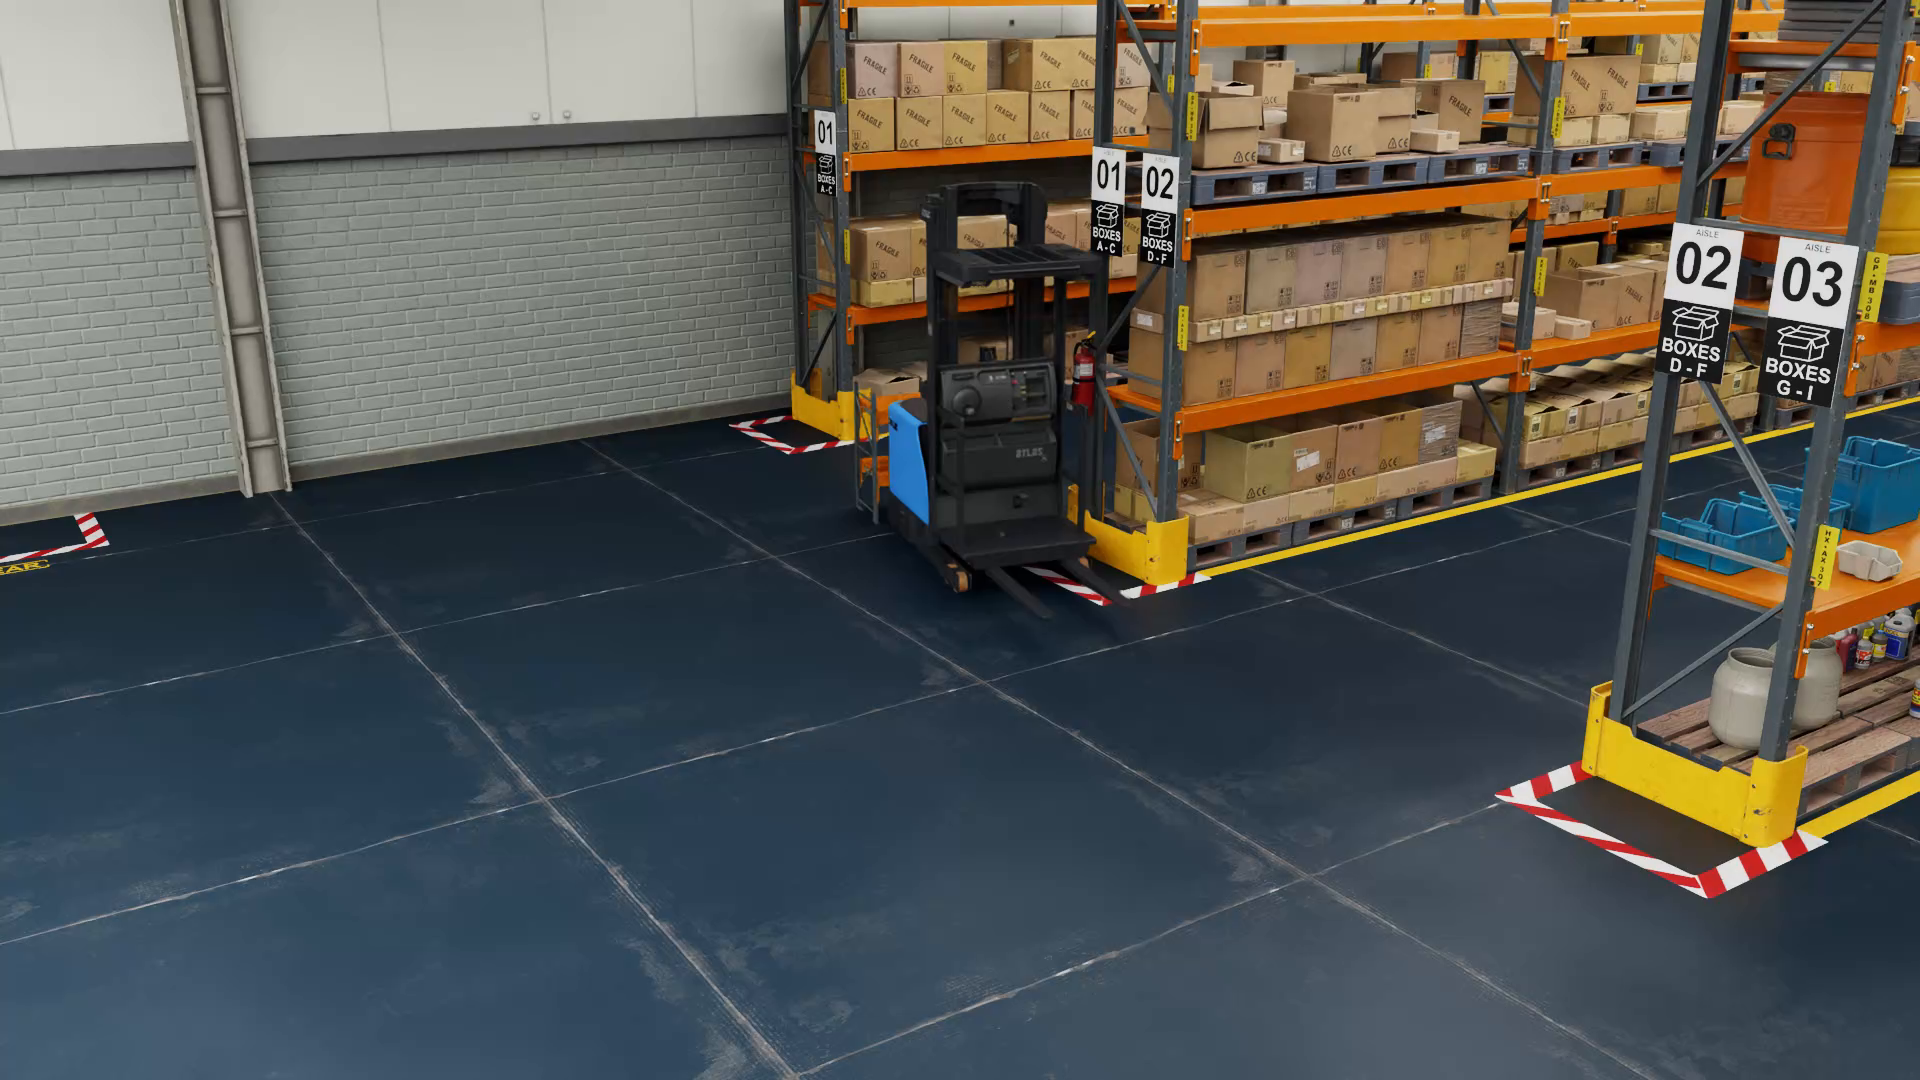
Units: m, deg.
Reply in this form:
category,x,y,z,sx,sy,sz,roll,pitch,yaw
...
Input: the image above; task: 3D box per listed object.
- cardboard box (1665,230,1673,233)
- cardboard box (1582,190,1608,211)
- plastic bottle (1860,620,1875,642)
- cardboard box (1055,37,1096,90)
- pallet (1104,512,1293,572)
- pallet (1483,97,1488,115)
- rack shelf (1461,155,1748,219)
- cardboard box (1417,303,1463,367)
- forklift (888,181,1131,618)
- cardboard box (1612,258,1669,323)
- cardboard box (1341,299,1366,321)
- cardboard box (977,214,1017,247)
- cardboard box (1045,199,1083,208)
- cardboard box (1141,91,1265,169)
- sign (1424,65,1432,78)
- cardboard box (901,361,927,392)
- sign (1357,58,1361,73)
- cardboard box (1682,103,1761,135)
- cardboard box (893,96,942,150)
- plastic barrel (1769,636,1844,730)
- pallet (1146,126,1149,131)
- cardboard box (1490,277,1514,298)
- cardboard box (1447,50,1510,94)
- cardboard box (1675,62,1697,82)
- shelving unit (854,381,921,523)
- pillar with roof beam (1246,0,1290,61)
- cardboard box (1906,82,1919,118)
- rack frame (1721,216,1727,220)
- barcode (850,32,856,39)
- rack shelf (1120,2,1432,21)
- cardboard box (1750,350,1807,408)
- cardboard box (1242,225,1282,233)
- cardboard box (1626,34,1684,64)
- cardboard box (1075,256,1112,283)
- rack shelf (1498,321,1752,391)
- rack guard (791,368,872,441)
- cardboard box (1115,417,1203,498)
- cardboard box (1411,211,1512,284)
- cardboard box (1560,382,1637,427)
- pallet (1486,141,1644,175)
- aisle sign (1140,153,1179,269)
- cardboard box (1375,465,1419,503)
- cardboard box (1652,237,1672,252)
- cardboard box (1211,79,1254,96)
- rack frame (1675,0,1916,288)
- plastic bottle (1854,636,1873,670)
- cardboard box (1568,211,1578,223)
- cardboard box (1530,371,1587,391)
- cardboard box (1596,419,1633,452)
category,x,y,z,sx,sy,sz,roll,pitch,yaw
cardboard box,10.588,-4.466,24.507,0.250,0.149,0.380,-12,22,-31
cardboard box,8.379,-4.742,22.435,0.500,0.500,0.500,-12,22,-32
plastic bottle,5.823,0.585,10.780,0.185,0.351,0.144,-11,22,-29
cardboard box,1.221,-4.974,17.343,0.500,0.500,0.500,-11,21,-28
pallet,1.947,-0.080,13.650,1.213,0.211,1.003,-12,22,-31
pallet,5.794,-5.447,20.785,1.003,0.211,1.213,-11,21,-29
rack shelf,6.343,-3.392,15.533,4.000,0.370,1.077,-12,22,-31
cardboard box,3.868,-1.832,14.324,0.500,0.500,0.700,-12,22,-32
forklift,0.374,-1.136,12.530,1.130,2.935,3.031,-7,20,-19
cardboard box,6.621,-2.411,16.037,0.500,0.500,0.500,-13,23,-34
cardboard box,3.062,-1.891,13.487,0.250,0.149,0.380,-12,22,-31
cardboard box,0.446,-3.144,17.393,0.500,0.500,0.500,-11,22,-30
cardboard box,1.003,-3.460,18.328,0.500,0.500,0.500,-12,22,-32
cardboard box,1.814,-3.090,12.482,0.637,0.503,0.797,-10,21,-28
sign,5.582,-5.508,19.864,0.005,0.325,0.100,-12,22,-31
cardboard box,-0.293,-1.712,17.636,0.500,0.311,0.500,-10,21,-27
sign,4.987,-5.841,20.725,0.005,0.325,0.100,-12,22,-31
cardboard box,7.237,-4.020,15.848,0.500,0.250,0.500,-11,22,-30
cardboard box,-0.511,-4.134,16.418,0.500,0.500,0.500,-10,21,-28
plastic barrel,4.979,0.826,9.847,0.421,0.512,0.421,0,19,0
pallet,2.519,-4.696,18.561,1.003,0.211,1.213,-12,22,-31
cardboard box,4.563,-2.209,14.425,0.250,0.149,0.380,-12,22,-31
cardboard box,6.542,-5.967,21.184,0.500,0.500,0.700,-11,21,-29
cardboard box,9.782,-6.426,22.808,0.500,0.250,0.500,-12,22,-33
shelving unit,-0.334,-0.813,14.394,1.048,1.125,0.538,-7,20,-21
pillar with roof beam,6.092,-5.681,16.498,0.400,9.000,9.100,-12,22,-31
cardboard box,9.780,-4.778,17.543,0.600,0.600,0.600,-13,23,-34
rack frame,11.967,-5.397,25.026,0.127,3.000,1.000,-12,22,-31
barcode,-1.078,-5.064,16.702,0.075,0.075,0.001,-12,22,-31
rack shelf,3.615,-5.947,19.034,4.000,0.370,1.077,-12,22,-31
cardboard box,8.550,-1.692,17.281,0.500,0.500,0.500,-11,22,-29
cardboard box,3.392,-3.841,19.579,0.500,0.500,0.700,-9,21,-24
cardboard box,9.376,-6.695,22.431,0.500,0.500,0.500,-12,22,-32
cardboard box,1.295,-2.972,18.055,0.500,0.250,0.500,-12,22,-31
rack shelf,6.343,-1.971,16.013,4.000,0.370,1.077,-12,22,-31
rack guard,-1.333,-1.408,17.129,0.348,0.500,1.175,-12,22,-31
cardboard box,1.616,-0.680,13.540,0.500,0.500,0.500,-12,22,-31
cardboard box,4.305,-2.541,14.396,0.500,0.500,0.700,-12,22,-31
cardboard box,6.007,-1.306,15.685,0.500,0.311,0.500,-13,22,-33
pallet,5.402,-3.448,14.876,1.217,0.209,0.805,-13,23,-34
aisle sign,1.445,-2.393,12.079,0.004,0.787,0.394,-12,22,-31
cardboard box,3.573,-0.538,14.290,0.500,0.250,0.500,-12,22,-31
cardboard box,10.129,-4.222,23.786,0.250,0.149,0.380,-13,22,-33
cardboard box,2.960,-5.045,18.783,0.500,0.311,0.500,-11,22,-30
rack frame,4.053,-2.771,7.890,0.127,3.000,1.000,-12,22,-31
plastic bottle,5.771,0.716,10.626,0.097,0.201,0.097,0,19,0
cardboard box,8.061,-4.363,22.329,0.250,0.149,0.380,-11,22,-30
cardboard box,5.702,-1.450,16.111,0.500,0.311,0.500,-12,22,-32
cardboard box,6.004,-1.042,15.781,0.500,0.250,0.500,-13,22,-33
